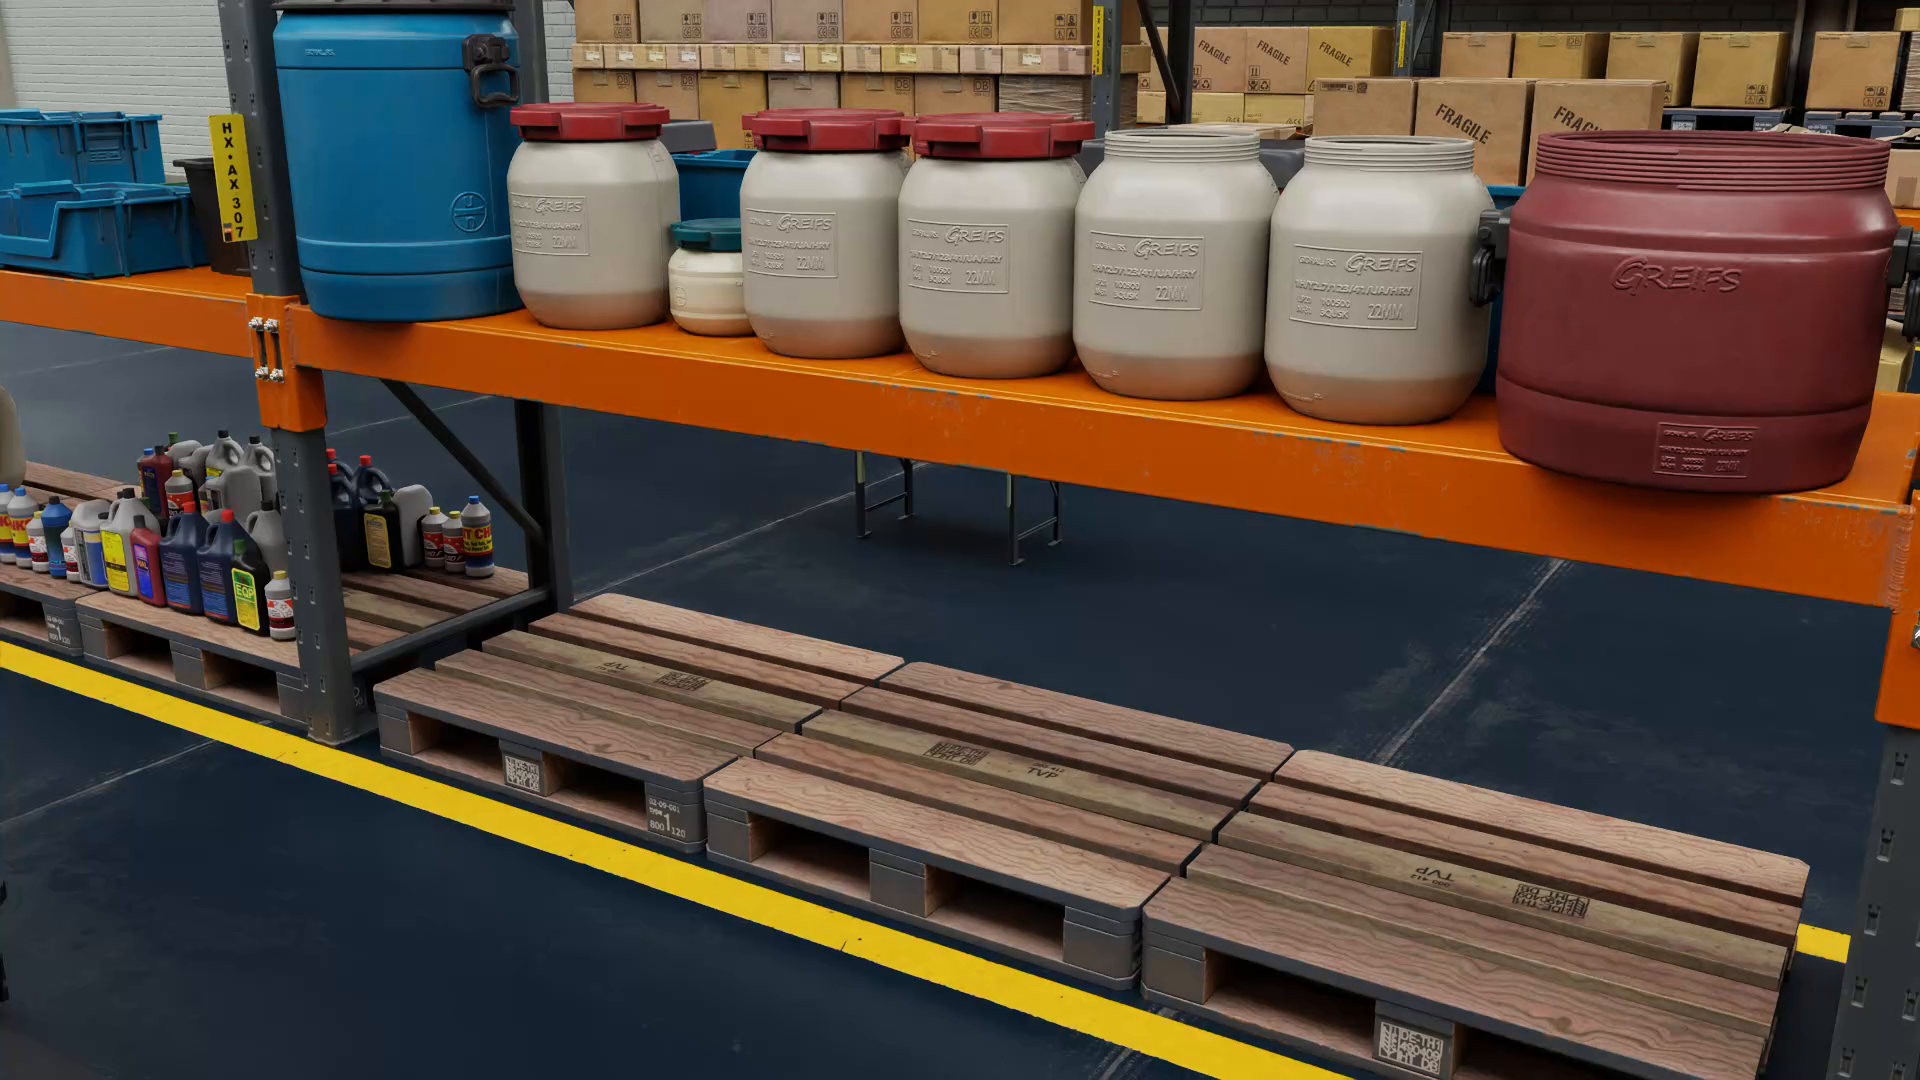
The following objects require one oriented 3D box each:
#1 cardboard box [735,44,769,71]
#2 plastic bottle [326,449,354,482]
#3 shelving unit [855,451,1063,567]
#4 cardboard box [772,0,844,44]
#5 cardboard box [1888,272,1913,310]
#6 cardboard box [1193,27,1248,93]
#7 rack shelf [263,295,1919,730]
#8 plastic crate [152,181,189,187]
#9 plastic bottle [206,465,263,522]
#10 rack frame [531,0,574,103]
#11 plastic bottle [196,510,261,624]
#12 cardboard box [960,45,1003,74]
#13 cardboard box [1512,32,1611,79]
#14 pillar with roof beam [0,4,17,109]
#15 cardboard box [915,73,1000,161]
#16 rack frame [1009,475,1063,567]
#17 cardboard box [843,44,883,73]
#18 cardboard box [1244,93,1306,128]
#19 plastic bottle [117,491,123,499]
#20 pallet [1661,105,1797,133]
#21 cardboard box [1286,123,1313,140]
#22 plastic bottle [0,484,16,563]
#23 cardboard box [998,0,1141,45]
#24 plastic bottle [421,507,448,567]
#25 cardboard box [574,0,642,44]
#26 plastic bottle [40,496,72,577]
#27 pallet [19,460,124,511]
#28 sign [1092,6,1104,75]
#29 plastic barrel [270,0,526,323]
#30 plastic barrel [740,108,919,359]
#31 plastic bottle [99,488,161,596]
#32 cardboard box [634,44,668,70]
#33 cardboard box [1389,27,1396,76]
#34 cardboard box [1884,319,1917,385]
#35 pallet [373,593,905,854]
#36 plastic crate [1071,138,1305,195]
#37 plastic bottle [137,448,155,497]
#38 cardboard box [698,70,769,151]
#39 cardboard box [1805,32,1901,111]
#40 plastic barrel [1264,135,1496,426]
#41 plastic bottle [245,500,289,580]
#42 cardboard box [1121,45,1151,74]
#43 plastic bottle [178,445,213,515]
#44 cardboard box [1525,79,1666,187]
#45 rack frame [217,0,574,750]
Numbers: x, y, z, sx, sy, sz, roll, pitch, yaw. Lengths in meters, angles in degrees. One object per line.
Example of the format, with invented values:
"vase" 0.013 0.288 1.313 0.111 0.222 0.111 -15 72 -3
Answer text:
"cardboard box" -1.110 -2.839 9.780 0.250 0.149 0.380 10 19 29
"plastic bottle" -2.249 -0.152 6.022 0.185 0.351 0.144 9 19 28
"shelving unit" -0.006 -0.719 6.667 0.755 1.500 0.431 10 20 30
"cardboard box" -0.686 -3.145 9.669 0.500 0.500 0.700 10 20 30
"cardboard box" 6.335 -1.911 11.556 0.500 0.500 0.700 10 20 31
"cardboard box" 2.151 -3.854 13.343 0.500 0.500 0.500 9 19 28
"rack shelf" 0.087 -0.307 3.967 4.000 0.370 1.077 10 20 30
"plastic crate" -2.626 -1.130 5.805 0.662 0.188 0.450 10 20 30
"plastic bottle" -2.667 -0.141 6.113 0.135 0.276 0.152 10 20 30
"rack frame" -2.430 -2.790 10.904 0.127 3.000 1.000 10 20 30
"plastic bottle" -2.317 0.075 5.273 0.185 0.351 0.144 10 19 29
"cardboard box" 0.200 -2.605 9.008 0.250 0.149 0.380 9 19 28
"cardboard box" 4.456 -3.494 12.295 0.500 0.500 0.700 13 21 36
"pillar with roof beam" -16.383 -8.667 19.931 0.400 9.000 9.100 10 20 30
"cardboard box" 0.144 -2.374 9.362 0.500 0.500 0.700 10 20 29
"rack frame" 0.306 -0.663 6.483 0.023 1.500 0.400 10 20 30
"cardboard box" -0.447 -2.721 9.391 0.250 0.149 0.380 11 20 32
"cardboard box" 2.585 -3.421 13.207 0.500 0.250 0.500 10 20 30
"plastic bottle" -2.837 -0.023 5.712 0.133 0.283 0.061 10 20 30
"pallet" 5.268 -2.999 11.925 1.213 0.211 1.003 10 20 30
"cardboard box" 1.824 -2.029 8.630 0.258 0.266 0.396 10 19 29
"plastic bottle" -3.352 -0.063 5.866 0.097 0.271 0.097 0 17 0
"cardboard box" 0.597 -2.916 8.915 0.500 0.500 0.700 10 20 30
"plastic bottle" -1.832 -0.015 5.826 0.097 0.201 0.097 0 17 0
"cardboard box" -1.994 -3.376 10.430 0.500 0.500 0.700 10 20 30
"plastic bottle" -3.094 -0.017 5.715 0.097 0.271 0.097 0 17 0
"pallet" -4.247 -0.104 6.862 1.213 0.211 1.003 10 20 30
"sign" 0.689 -2.496 8.310 0.005 0.325 0.100 10 20 30
"plastic barrel" -1.446 -1.061 4.351 0.708 0.901 0.600 10 20 30
"plastic barrel" -0.291 -0.709 3.819 0.433 0.535 0.433 0 17 0
"plastic bottle" -2.755 -0.003 5.531 0.185 0.351 0.144 10 20 30
"cardboard box" -1.770 -2.957 10.167 0.250 0.149 0.380 10 20 30
"cardboard box" 3.277 -3.828 13.257 0.500 0.500 0.500 10 19 29
"cardboard box" 4.094 -0.879 7.657 0.500 0.311 0.500 11 20 32
"pallet" -0.928 0.489 4.908 1.213 0.211 1.003 10 20 30
"plastic crate" 0.575 -0.699 3.911 0.583 0.464 0.402 10 20 30
"plastic bottle" -3.231 -0.264 6.648 0.097 0.201 0.097 0 17 0
"cardboard box" -1.169 -2.608 10.133 0.500 0.500 0.700 10 20 30
"cardboard box" 6.080 -3.206 11.345 0.500 0.500 0.700 8 19 25
"plastic barrel" 0.803 -0.504 3.186 0.421 0.512 0.421 0 17 0
"plastic bottle" -2.241 0.040 5.390 0.185 0.351 0.144 10 20 30
"cardboard box" 0.851 -2.628 9.085 0.250 0.149 0.380 10 20 30
"plastic bottle" -2.912 -0.234 6.419 0.135 0.276 0.152 10 19 29
"cardboard box" 2.949 -1.872 7.710 0.500 0.500 0.500 9 19 27
"rack frame" -1.617 -0.955 4.864 0.127 3.000 1.000 10 20 30
